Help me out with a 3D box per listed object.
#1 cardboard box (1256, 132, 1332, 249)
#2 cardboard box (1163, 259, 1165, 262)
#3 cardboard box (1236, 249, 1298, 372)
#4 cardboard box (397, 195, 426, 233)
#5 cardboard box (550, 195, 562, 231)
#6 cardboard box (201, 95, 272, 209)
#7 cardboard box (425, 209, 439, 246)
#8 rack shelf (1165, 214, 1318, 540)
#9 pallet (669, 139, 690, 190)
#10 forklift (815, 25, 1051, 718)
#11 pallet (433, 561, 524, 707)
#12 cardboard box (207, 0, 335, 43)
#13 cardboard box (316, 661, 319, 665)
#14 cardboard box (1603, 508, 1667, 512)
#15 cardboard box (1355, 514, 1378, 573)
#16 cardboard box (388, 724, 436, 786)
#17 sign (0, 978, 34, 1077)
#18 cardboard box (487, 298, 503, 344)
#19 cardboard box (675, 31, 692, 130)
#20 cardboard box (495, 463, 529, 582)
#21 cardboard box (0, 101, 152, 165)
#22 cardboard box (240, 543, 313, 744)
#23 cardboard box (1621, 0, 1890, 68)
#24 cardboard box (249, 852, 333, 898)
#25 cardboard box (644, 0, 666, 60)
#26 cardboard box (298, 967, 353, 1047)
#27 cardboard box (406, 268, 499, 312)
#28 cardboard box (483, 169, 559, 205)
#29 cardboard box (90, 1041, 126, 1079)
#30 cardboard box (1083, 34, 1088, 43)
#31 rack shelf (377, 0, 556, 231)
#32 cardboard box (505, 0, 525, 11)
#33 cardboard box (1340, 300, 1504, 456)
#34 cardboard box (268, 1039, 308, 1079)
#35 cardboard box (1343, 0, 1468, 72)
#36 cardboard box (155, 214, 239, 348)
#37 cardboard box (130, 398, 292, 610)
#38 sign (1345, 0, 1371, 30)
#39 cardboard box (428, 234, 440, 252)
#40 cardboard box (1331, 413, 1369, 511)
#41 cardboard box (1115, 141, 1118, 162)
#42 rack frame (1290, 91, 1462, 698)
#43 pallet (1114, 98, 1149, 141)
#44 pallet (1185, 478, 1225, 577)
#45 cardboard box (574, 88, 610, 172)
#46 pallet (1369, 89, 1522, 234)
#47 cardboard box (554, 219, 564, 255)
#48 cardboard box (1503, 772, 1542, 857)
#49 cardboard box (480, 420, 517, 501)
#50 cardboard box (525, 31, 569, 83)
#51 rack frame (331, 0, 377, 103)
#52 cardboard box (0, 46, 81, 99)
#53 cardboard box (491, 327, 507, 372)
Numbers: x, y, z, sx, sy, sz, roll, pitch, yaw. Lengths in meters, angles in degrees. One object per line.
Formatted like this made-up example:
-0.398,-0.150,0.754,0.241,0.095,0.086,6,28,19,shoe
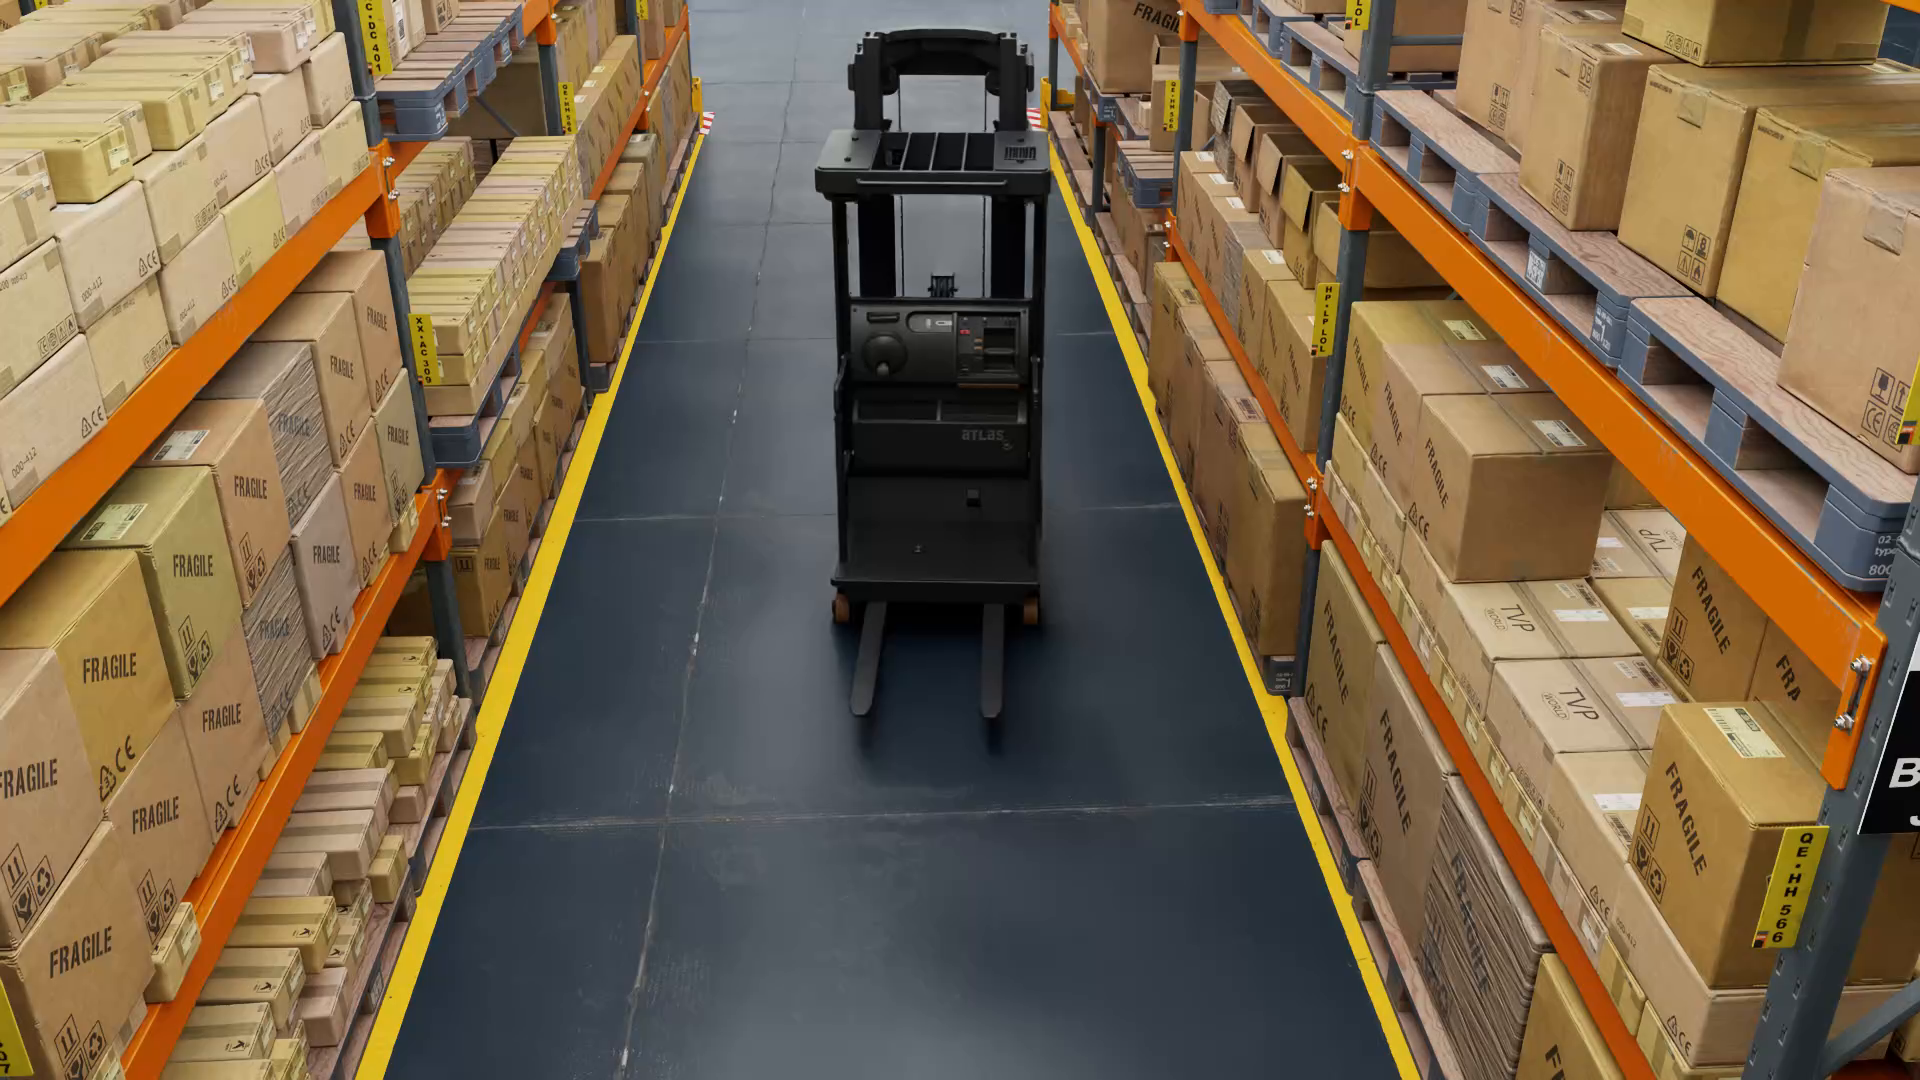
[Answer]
2.003,-1.876,8.911,0.797,0.503,0.637,-1,28,-1,cardboard box
1.853,-1.731,12.053,0.700,0.500,0.500,-3,28,-5,cardboard box
1.766,-1.212,8.722,0.500,0.500,0.500,-2,28,-3,cardboard box
-3.150,-1.776,9.086,0.380,0.149,0.250,-1,28,-1,cardboard box
-2.526,-1.892,9.630,0.380,0.149,0.250,-1,28,-3,cardboard box
-2.516,-1.212,5.208,0.500,0.250,0.500,0,28,-1,cardboard box
-3.167,-1.761,9.379,0.380,0.149,0.250,-1,28,-3,cardboard box
2.012,-1.093,9.380,1.077,0.370,4.000,-1,28,-3,rack shelf
-3.288,-3.791,16.791,1.003,0.211,1.213,-1,28,-3,pallet
-0.111,-0.987,8.473,1.130,2.935,3.031,1,28,2,forklift
-2.884,0.462,8.637,1.003,0.211,1.213,-1,28,-3,pallet
-2.552,-1.939,6.172,0.380,0.149,0.250,-3,28,-5,cardboard box
-2.524,0.427,5.960,0.380,0.149,0.250,-2,28,-3,cardboard box
2.431,-0.117,6.572,0.500,0.250,0.500,-1,28,-1,cardboard box
1.828,0.011,6.758,0.380,0.149,0.250,-1,28,-1,cardboard box
-2.450,0.916,7.056,0.380,0.149,0.250,-2,28,-4,cardboard box
-2.091,1.035,3.586,0.100,0.325,0.005,-1,28,-3,sign
-2.432,-1.054,8.023,0.380,0.149,0.250,-1,28,-1,cardboard box
-3.367,-4.890,17.725,0.875,0.875,0.875,-1,28,-2,cardboard box
-2.645,-0.085,8.918,0.500,0.500,0.500,0,28,0,cardboard box
-2.474,-1.103,4.568,0.380,0.149,0.250,0,28,-1,cardboard box
-2.480,0.333,5.437,0.500,0.500,0.500,-2,28,-4,cardboard box
2.230,-1.512,4.680,0.500,0.250,0.500,-2,28,-4,cardboard box
-2.518,1.275,6.048,0.380,0.149,0.250,-1,28,-3,cardboard box
-3.253,-4.852,15.647,0.875,0.550,0.550,-1,28,-3,cardboard box
-2.394,1.673,5.927,0.380,0.149,0.250,-3,28,-5,cardboard box
-2.434,-1.194,7.970,0.380,0.149,0.250,-1,28,-2,cardboard box
-2.525,-2.026,9.564,0.380,0.149,0.250,-1,28,-1,cardboard box
-2.322,1.386,4.121,0.380,0.149,0.250,-2,28,-3,cardboard box
1.378,-4.742,15.870,0.380,0.149,0.250,-1,28,-3,cardboard box
-2.946,-2.350,8.546,1.077,0.370,4.000,-1,28,-3,rack shelf
-2.728,-3.149,9.192,0.500,0.500,0.500,-1,28,-3,cardboard box
1.886,-0.659,6.799,0.500,0.500,0.500,-1,28,-3,cardboard box
-2.368,1.770,5.420,0.380,0.149,0.250,-1,28,-1,cardboard box
2.076,-2.317,7.142,0.700,0.500,0.500,-1,28,-1,cardboard box
-2.480,-0.764,4.891,0.500,0.250,0.500,-2,28,-3,cardboard box
-2.459,-0.110,5.207,0.500,0.500,0.500,-2,28,-4,cardboard box
1.575,-2.170,6.523,0.100,0.325,0.005,-1,28,-3,sign
-3.168,-1.630,9.449,0.380,0.149,0.250,-1,28,-1,cardboard box
1.880,-0.330,6.981,0.500,0.250,0.500,-2,28,-4,cardboard box
1.718,-3.446,15.363,0.500,0.500,0.500,-2,28,-4,cardboard box
2.117,-0.488,7.443,1.000,3.000,0.127,-1,28,-3,rack frame
1.764,-3.164,12.780,1.003,0.211,1.213,-1,28,-3,pallet
1.934,-0.171,9.850,1.003,0.211,1.213,-1,28,-3,pallet
-2.860,-2.988,12.128,0.500,0.500,0.500,-1,28,-3,cardboard box
2.149,-1.401,6.045,1.003,0.211,1.213,-1,28,-3,pallet
-2.531,-1.772,9.721,0.380,0.149,0.250,-2,28,-3,cardboard box
1.923,0.842,5.163,0.380,0.149,0.250,-2,28,-4,cardboard box
-2.647,-0.419,8.748,0.500,0.250,0.500,-1,28,-1,cardboard box
-3.092,-3.191,11.436,0.700,0.500,0.500,-2,28,-3,cardboard box
-2.842,-3.075,5.915,1.000,3.000,0.127,-1,28,-3,rack frame
-3.016,-1.456,5.245,0.380,0.149,0.250,-2,28,-4,cardboard box
-2.432,-0.927,8.100,0.380,0.149,0.250,-1,28,-2,cardboard box
